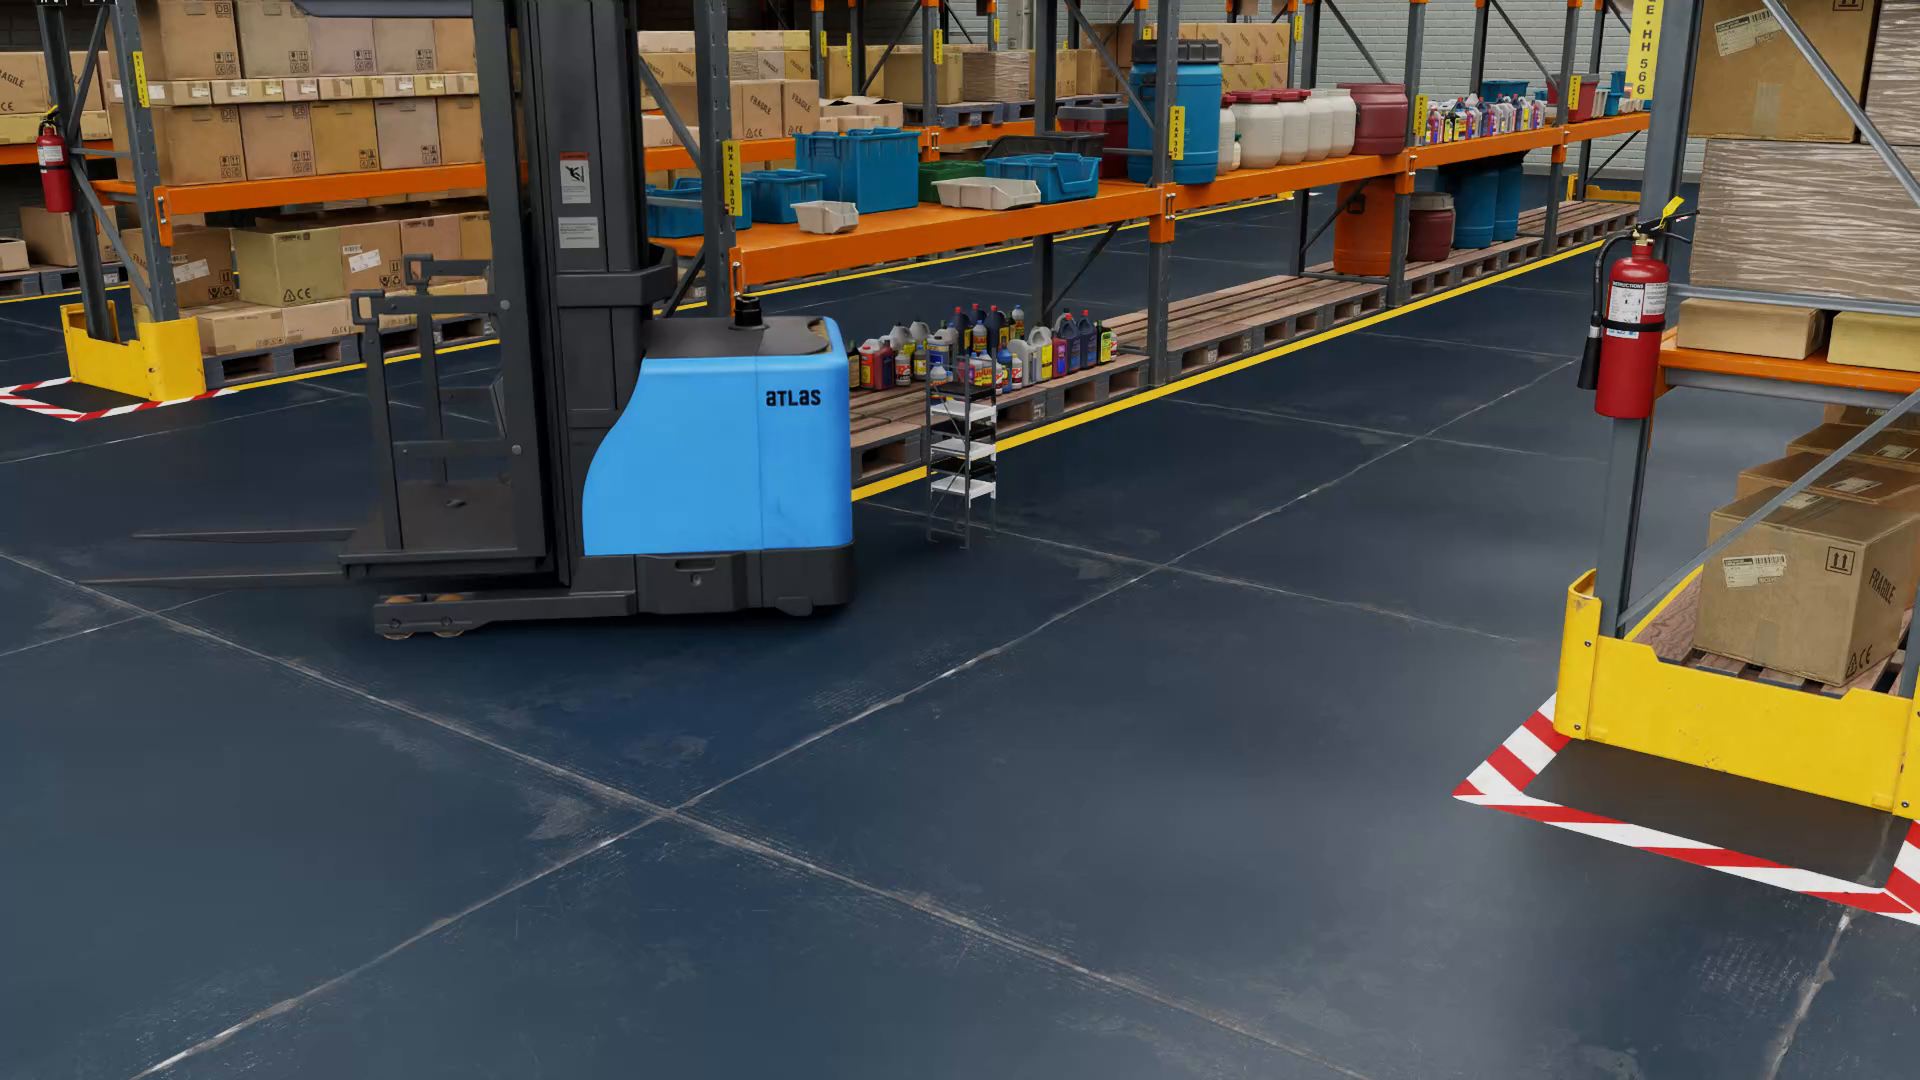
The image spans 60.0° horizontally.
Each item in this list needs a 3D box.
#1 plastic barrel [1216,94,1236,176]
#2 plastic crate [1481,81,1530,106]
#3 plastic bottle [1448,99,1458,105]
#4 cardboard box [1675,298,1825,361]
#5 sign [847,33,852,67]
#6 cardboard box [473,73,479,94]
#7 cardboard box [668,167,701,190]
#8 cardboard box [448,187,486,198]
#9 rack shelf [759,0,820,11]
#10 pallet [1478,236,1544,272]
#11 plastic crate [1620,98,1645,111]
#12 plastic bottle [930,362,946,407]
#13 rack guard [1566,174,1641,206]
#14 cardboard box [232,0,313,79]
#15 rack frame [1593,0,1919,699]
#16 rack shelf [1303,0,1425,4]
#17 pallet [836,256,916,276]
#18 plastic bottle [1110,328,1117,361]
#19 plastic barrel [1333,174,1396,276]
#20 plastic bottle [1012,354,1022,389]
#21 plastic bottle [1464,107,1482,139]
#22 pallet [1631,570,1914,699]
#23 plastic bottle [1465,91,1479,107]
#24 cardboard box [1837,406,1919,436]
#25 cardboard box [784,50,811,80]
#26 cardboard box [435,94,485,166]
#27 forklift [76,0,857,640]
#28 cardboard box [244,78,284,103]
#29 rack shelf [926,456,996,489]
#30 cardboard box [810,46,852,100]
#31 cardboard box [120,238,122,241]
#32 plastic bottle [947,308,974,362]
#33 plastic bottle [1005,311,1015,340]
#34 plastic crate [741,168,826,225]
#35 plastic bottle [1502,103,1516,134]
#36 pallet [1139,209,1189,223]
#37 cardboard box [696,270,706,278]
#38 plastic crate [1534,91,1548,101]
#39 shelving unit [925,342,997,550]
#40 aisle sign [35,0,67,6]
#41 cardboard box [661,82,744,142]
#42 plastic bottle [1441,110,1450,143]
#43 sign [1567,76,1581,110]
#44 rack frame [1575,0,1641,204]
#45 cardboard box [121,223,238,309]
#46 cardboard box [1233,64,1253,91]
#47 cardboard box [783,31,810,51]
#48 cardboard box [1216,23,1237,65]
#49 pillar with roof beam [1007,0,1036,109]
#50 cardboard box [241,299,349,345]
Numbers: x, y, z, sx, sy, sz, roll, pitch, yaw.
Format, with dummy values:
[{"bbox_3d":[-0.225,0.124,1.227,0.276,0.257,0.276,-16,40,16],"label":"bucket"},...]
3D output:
[{"bbox_3d":[1.676,-2.785,11.424,0.433,0.535,0.433,0,17,0],"label":"plastic barrel"},{"bbox_3d":[5.700,-4.629,17.516,0.392,0.384,0.575,12,21,35],"label":"plastic crate"},{"bbox_3d":[4.896,-4.247,16.570,0.152,0.276,0.135,12,21,35],"label":"plastic bottle"},{"bbox_3d":[2.528,-0.687,5.322,0.380,0.149,0.250,12,21,35],"label":"cardboard box"},{"bbox_3d":[-1.105,-4.968,16.866,0.100,0.325,0.005,12,21,35],"label":"sign"},{"bbox_3d":[-3.644,-3.420,12.436,0.380,0.149,0.250,12,21,34],"label":"cardboard box"},{"bbox_3d":[-3.573,-4.767,20.954,0.750,0.750,0.750,12,21,34],"label":"cardboard box"},{"bbox_3d":[-5.704,-3.844,18.538,0.700,0.500,0.500,12,21,34],"label":"cardboard box"},{"bbox_3d":[-3.452,-6.799,20.736,1.077,0.370,4.000,12,21,35],"label":"rack shelf"},{"bbox_3d":[5.203,-2.928,16.816,1.003,0.211,1.213,12,21,35],"label":"pallet"},{"bbox_3d":[7.739,-5.065,19.340,0.396,0.136,0.243,12,21,35],"label":"plastic crate"},{"bbox_3d":[-0.123,-0.862,9.320,0.097,0.271,0.097,0,17,0],"label":"plastic bottle"},{"bbox_3d":[8.083,-4.203,20.435,1.175,0.500,0.348,12,21,35],"label":"rack guard"},{"bbox_3d":[-4.801,-3.369,11.179,0.700,0.500,0.500,12,21,33],"label":"cardboard box"},{"bbox_3d":[2.524,-0.703,4.949,1.000,3.000,0.127,12,21,35],"label":"rack frame"},{"bbox_3d":[2.121,-4.096,12.031,1.077,0.370,4.000,12,21,35],"label":"rack shelf"},{"bbox_3d":[-1.185,-2.839,16.529,1.003,0.211,1.213,12,21,35],"label":"pallet"},{"bbox_3d":[0.963,-1.263,10.729,0.097,0.201,0.097,0,17,0],"label":"plastic bottle"},{"bbox_3d":[3.591,-2.767,14.547,0.600,0.830,0.708,12,21,35],"label":"plastic barrel"},{"bbox_3d":[0.322,-1.006,9.903,0.097,0.201,0.097,0,17,0],"label":"plastic bottle"},{"bbox_3d":[4.656,-3.800,15.133,0.152,0.276,0.135,12,21,35],"label":"plastic bottle"},{"bbox_3d":[3.082,0.424,6.023,1.003,0.211,1.213,12,21,35],"label":"pallet"},{"bbox_3d":[5.202,-4.376,16.862,0.144,0.351,0.185,12,21,35],"label":"plastic bottle"},{"bbox_3d":[3.995,-0.274,7.076,0.500,0.500,0.500,10,20,30],"label":"cardboard box"},{"bbox_3d":[-2.333,-6.232,22.049,0.500,0.500,0.500,12,21,34],"label":"cardboard box"},{"bbox_3d":[-3.917,-3.102,12.507,0.700,0.500,0.500,13,21,35],"label":"cardboard box"},{"bbox_3d":[-1.976,-1.175,6.585,3.031,2.935,1.130,-2,17,-7],"label":"forklift"},{"bbox_3d":[-4.718,-2.990,11.050,0.380,0.149,0.250,13,21,35],"label":"cardboard box"},{"bbox_3d":[0.005,-0.314,7.653,0.258,0.077,0.200,12,21,35],"label":"rack shelf"},{"bbox_3d":[-1.924,-6.456,22.970,0.980,0.700,0.700,13,21,36],"label":"cardboard box"},{"bbox_3d":[-7.996,-2.752,15.615,0.380,0.149,0.250,10,20,30],"label":"cardboard box"},{"bbox_3d":[0.003,-1.312,10.635,0.144,0.351,0.185,11,21,32],"label":"plastic bottle"},{"bbox_3d":[0.303,-1.345,10.854,0.061,0.283,0.133,12,21,35],"label":"plastic bottle"},{"bbox_3d":[-1.005,-1.833,8.838,0.499,0.251,0.408,12,21,35],"label":"plastic crate"},{"bbox_3d":[5.203,-4.019,15.836,0.152,0.276,0.135,12,21,35],"label":"plastic bottle"},{"bbox_3d":[2.130,-4.144,20.732,1.003,0.211,1.213,12,21,35],"label":"pallet"},{"bbox_3d":[-2.302,-2.468,14.562,0.500,0.250,0.500,13,22,36],"label":"cardboard box"},{"bbox_3d":[6.705,-4.952,18.813,0.416,0.233,0.300,12,21,35],"label":"plastic crate"},{"bbox_3d":[0.005,-0.432,7.617,0.258,0.900,0.210,12,21,35],"label":"shelving unit"},{"bbox_3d":[-5.705,-3.732,10.320,0.394,0.787,0.004,12,21,35],"label":"aisle sign"},{"bbox_3d":[-2.262,-3.760,14.625,0.500,0.500,0.500,14,22,39],"label":"cardboard box"},{"bbox_3d":[4.222,-3.608,14.500,0.061,0.283,0.133,12,21,35],"label":"plastic bottle"},{"bbox_3d":[6.137,-4.471,16.615,0.100,0.325,0.005,12,21,35],"label":"sign"},{"bbox_3d":[8.079,-5.389,20.039,1.000,3.000,0.127,12,21,35],"label":"rack frame"},{"bbox_3d":[-5.349,-1.880,11.403,0.500,0.500,0.500,12,21,35],"label":"cardboard box"},{"bbox_3d":[3.447,-5.916,21.567,0.500,0.500,0.500,13,21,35],"label":"cardboard box"},{"bbox_3d":[-2.333,-6.588,21.931,0.500,0.250,0.500,13,22,36],"label":"cardboard box"},{"bbox_3d":[3.148,-6.268,21.017,0.500,0.500,0.500,13,22,36],"label":"cardboard box"},{"bbox_3d":[4.494,-10.040,24.900,9.100,9.000,0.400,12,21,35],"label":"pillar with roof beam"},{"bbox_3d":[-4.637,-1.550,11.604,0.500,0.250,0.500,12,21,35],"label":"cardboard box"}]
